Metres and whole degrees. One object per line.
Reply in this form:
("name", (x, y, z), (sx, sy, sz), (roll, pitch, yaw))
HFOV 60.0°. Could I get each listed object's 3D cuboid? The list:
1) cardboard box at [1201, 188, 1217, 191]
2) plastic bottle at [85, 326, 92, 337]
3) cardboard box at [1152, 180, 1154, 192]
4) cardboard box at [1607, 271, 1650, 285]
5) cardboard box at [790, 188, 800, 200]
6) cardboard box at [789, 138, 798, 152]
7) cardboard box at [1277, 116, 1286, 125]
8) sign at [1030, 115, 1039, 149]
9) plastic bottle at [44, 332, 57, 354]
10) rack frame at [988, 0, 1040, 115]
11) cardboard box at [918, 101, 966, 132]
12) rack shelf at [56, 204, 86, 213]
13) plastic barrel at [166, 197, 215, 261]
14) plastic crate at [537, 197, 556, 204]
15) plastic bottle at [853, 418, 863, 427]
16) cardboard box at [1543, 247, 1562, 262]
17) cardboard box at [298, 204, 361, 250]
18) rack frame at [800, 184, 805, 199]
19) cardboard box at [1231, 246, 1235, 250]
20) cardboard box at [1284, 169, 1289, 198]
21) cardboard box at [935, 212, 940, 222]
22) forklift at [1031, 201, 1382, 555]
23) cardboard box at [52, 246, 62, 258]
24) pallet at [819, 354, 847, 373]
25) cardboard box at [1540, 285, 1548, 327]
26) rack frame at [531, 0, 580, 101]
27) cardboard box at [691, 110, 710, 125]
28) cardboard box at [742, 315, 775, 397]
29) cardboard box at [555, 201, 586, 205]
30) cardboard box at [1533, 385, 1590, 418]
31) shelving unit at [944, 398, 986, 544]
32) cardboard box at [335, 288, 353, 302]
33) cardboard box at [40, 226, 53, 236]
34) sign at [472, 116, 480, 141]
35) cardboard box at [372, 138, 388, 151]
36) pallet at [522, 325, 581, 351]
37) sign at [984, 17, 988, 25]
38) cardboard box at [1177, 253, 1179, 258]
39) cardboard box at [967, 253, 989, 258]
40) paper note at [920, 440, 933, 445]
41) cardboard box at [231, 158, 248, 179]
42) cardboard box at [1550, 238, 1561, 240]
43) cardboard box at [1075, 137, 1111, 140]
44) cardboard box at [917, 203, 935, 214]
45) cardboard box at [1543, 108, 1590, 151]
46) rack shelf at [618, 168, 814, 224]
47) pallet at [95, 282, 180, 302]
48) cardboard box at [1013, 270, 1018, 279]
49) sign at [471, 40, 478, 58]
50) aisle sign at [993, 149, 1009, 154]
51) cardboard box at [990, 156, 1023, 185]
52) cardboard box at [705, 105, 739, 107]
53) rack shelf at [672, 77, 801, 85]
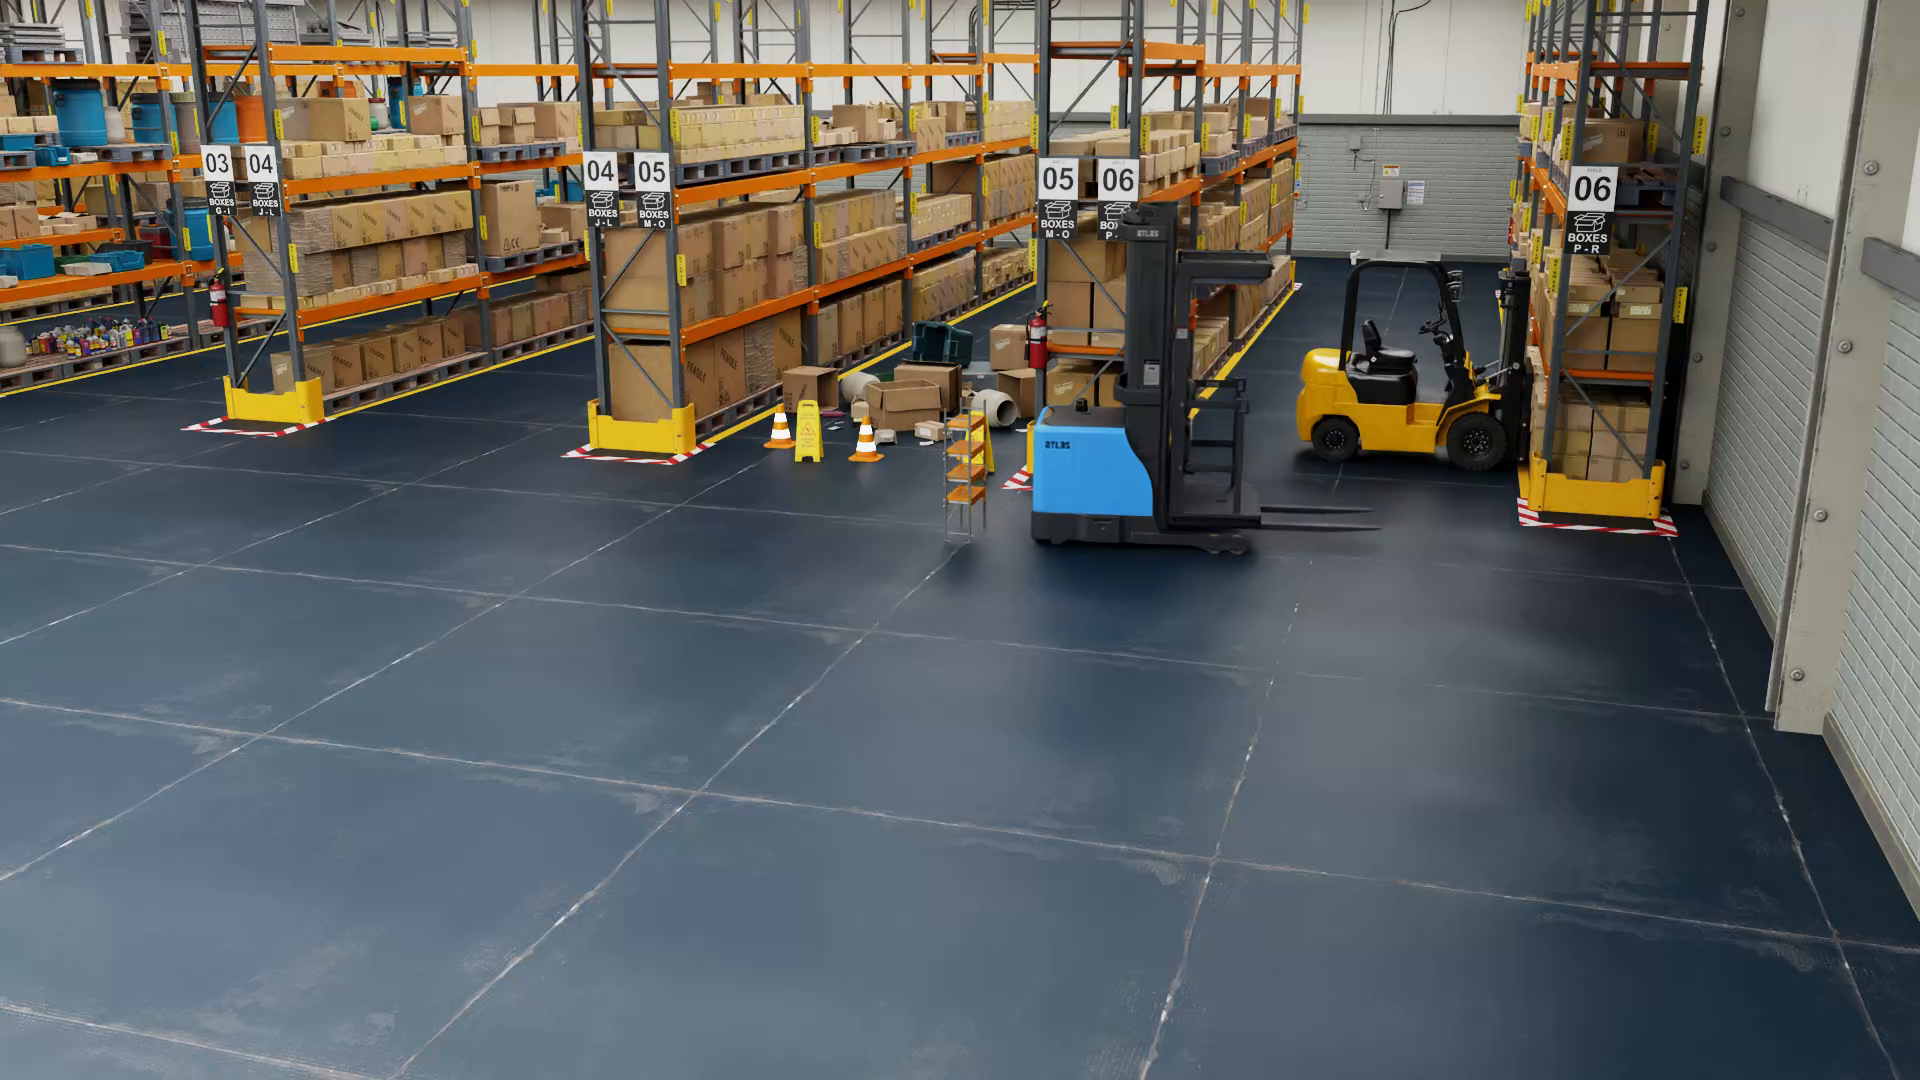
("cardboard box", (3.574, -5.029, 25.046), (0.500, 0.500, 0.500), (5, 17, 17))
("plastic bottle", (-12.534, -2.944, 23.907), (0.097, 0.271, 0.097), (0, 16, 0))
("cardboard box", (1.816, -3.709, 17.372), (0.380, 0.149, 0.250), (5, 16, 16))
("cardboard box", (6.631, -2.577, 16.501), (0.380, 0.149, 0.250), (5, 17, 18))
("cardboard box", (-3.571, -6.994, 33.720), (0.500, 0.250, 0.500), (4, 16, 15))
("cardboard box", (-2.240, -4.906, 20.640), (0.380, 0.149, 0.250), (5, 17, 17))
("cardboard box", (5.730, -7.634, 30.257), (0.380, 0.149, 0.250), (3, 16, 12))
("sign", (0.740, -4.033, 16.433), (0.100, 0.325, 0.005), (5, 16, 16))
("plastic bottle", (-12.682, -2.744, 23.177), (0.061, 0.283, 0.133), (5, 16, 16))
("rack frame", (1.039, -9.546, 31.992), (1.000, 3.000, 0.127), (5, 16, 16))
("cardboard box", (-0.311, -7.216, 28.322), (0.700, 0.500, 0.500), (5, 16, 16))
("rack shelf", (-18.503, -7.353, 36.576), (1.077, 0.370, 4.000), (5, 16, 16))
("plastic barrel", (-11.447, -4.634, 24.751), (0.600, 0.901, 0.708), (5, 16, 16))
("plastic crate", (-8.591, -7.054, 34.577), (0.396, 0.136, 0.243), (5, 16, 16))
("plastic bottle", (-1.202, -1.395, 19.637), (0.133, 0.061, 0.283), (-1, 16, -3))
("cardboard box", (6.788, -3.221, 18.773), (0.380, 0.149, 0.250), (5, 17, 17))
("cardboard box", (-7.668, -3.810, 20.203), (0.500, 0.500, 0.500), (5, 16, 16))
("rack frame", (-3.688, -7.070, 34.260), (1.000, 3.000, 0.127), (5, 16, 16))
("cardboard box", (3.637, -4.041, 23.270), (0.380, 0.149, 0.250), (4, 16, 15))
("cardboard box", (5.641, -6.418, 29.946), (0.500, 0.500, 0.500), (5, 16, 16))
("cardboard box", (-0.540, -5.239, 26.947), (0.380, 0.149, 0.250), (4, 16, 15))
("forklift", (2.187, -1.439, 14.531), (3.031, 2.935, 1.130), (2, 16, 7))
("cardboard box", (-19.132, -6.164, 34.234), (0.750, 0.750, 0.750), (5, 17, 17))
("pallet", (-2.224, -2.386, 22.855), (1.003, 0.211, 1.213), (5, 16, 16))
("cardboard box", (6.512, -2.461, 17.825), (0.500, 0.500, 0.500), (4, 16, 15))
("rack frame", (-8.437, -10.341, 34.796), (1.000, 3.000, 0.127), (5, 16, 16))
("cardboard box", (-2.963, -4.624, 18.186), (0.380, 0.149, 0.250), (4, 16, 15))
("cardboard box", (-2.870, -2.305, 20.581), (0.875, 0.875, 0.875), (5, 17, 16))
("cardboard box", (-6.076, -5.083, 26.301), (0.500, 0.500, 0.500), (3, 16, 9))
("cardboard box", (5.998, -1.371, 16.603), (0.500, 0.250, 0.500), (5, 17, 17))
("shelving unit", (0.047, -0.621, 14.818), (0.258, 1.200, 0.503), (5, 16, 16))
("cardboard box", (-7.699, -3.015, 20.422), (0.380, 0.149, 0.250), (5, 16, 16))
("cardboard box", (-15.767, -5.288, 28.436), (0.380, 0.149, 0.250), (6, 17, 20))
("sign", (-6.576, -5.583, 22.570), (0.100, 0.325, 0.005), (5, 16, 16))
("cardboard box", (-7.444, -4.977, 20.928), (0.380, 0.149, 0.250), (4, 16, 14))
("pallet", (-6.533, -3.114, 25.420), (1.003, 0.211, 1.213), (5, 16, 16))
("sign", (0.519, -10.075, 32.002), (0.100, 0.325, 0.005), (5, 16, 16))
("cardboard box", (2.376, -3.083, 19.473), (0.500, 0.500, 0.500), (5, 17, 18))
("cardboard box", (0.328, -5.385, 31.682), (0.380, 0.149, 0.250), (5, 17, 18))
("paper note", (-0.373, -1.089, 18.614), (0.148, 0.019, 0.142), (-1, 16, -3))
("cardboard box", (-8.341, -4.401, 19.627), (0.500, 0.250, 0.500), (5, 17, 17))
("cardboard box", (7.571, -3.786, 21.309), (0.380, 0.149, 0.250), (5, 17, 17))
("cardboard box", (1.366, -4.128, 17.389), (0.380, 0.149, 0.250), (5, 17, 16))
("cardboard box", (-0.619, -5.314, 26.669), (0.380, 0.149, 0.250), (5, 17, 18))
("cardboard box", (7.571, -5.129, 20.784), (0.500, 0.500, 0.500), (5, 17, 17))
("rack shelf", (-2.940, -4.094, 19.586), (1.077, 0.370, 4.000), (5, 16, 16))
("pallet", (-15.210, -4.598, 30.652), (1.003, 0.211, 1.213), (5, 16, 16))
("cardboard box", (0.886, -5.061, 31.631), (0.380, 0.149, 0.250), (4, 16, 13))
("sign", (-9.046, -9.151, 30.983), (0.100, 0.325, 0.005), (5, 16, 16))
("aisle sign", (0.772, -7.952, 32.606), (0.394, 0.787, 0.004), (5, 16, 16))
("cardboard box", (0.864, -6.923, 31.181), (0.500, 0.500, 0.500), (6, 17, 19))
("cardboard box", (-2.944, -5.274, 20.476), (0.380, 0.149, 0.250), (4, 16, 15))
("rack shelf", (-4.256, -8.895, 31.750), (1.077, 0.370, 4.000), (5, 16, 16))
